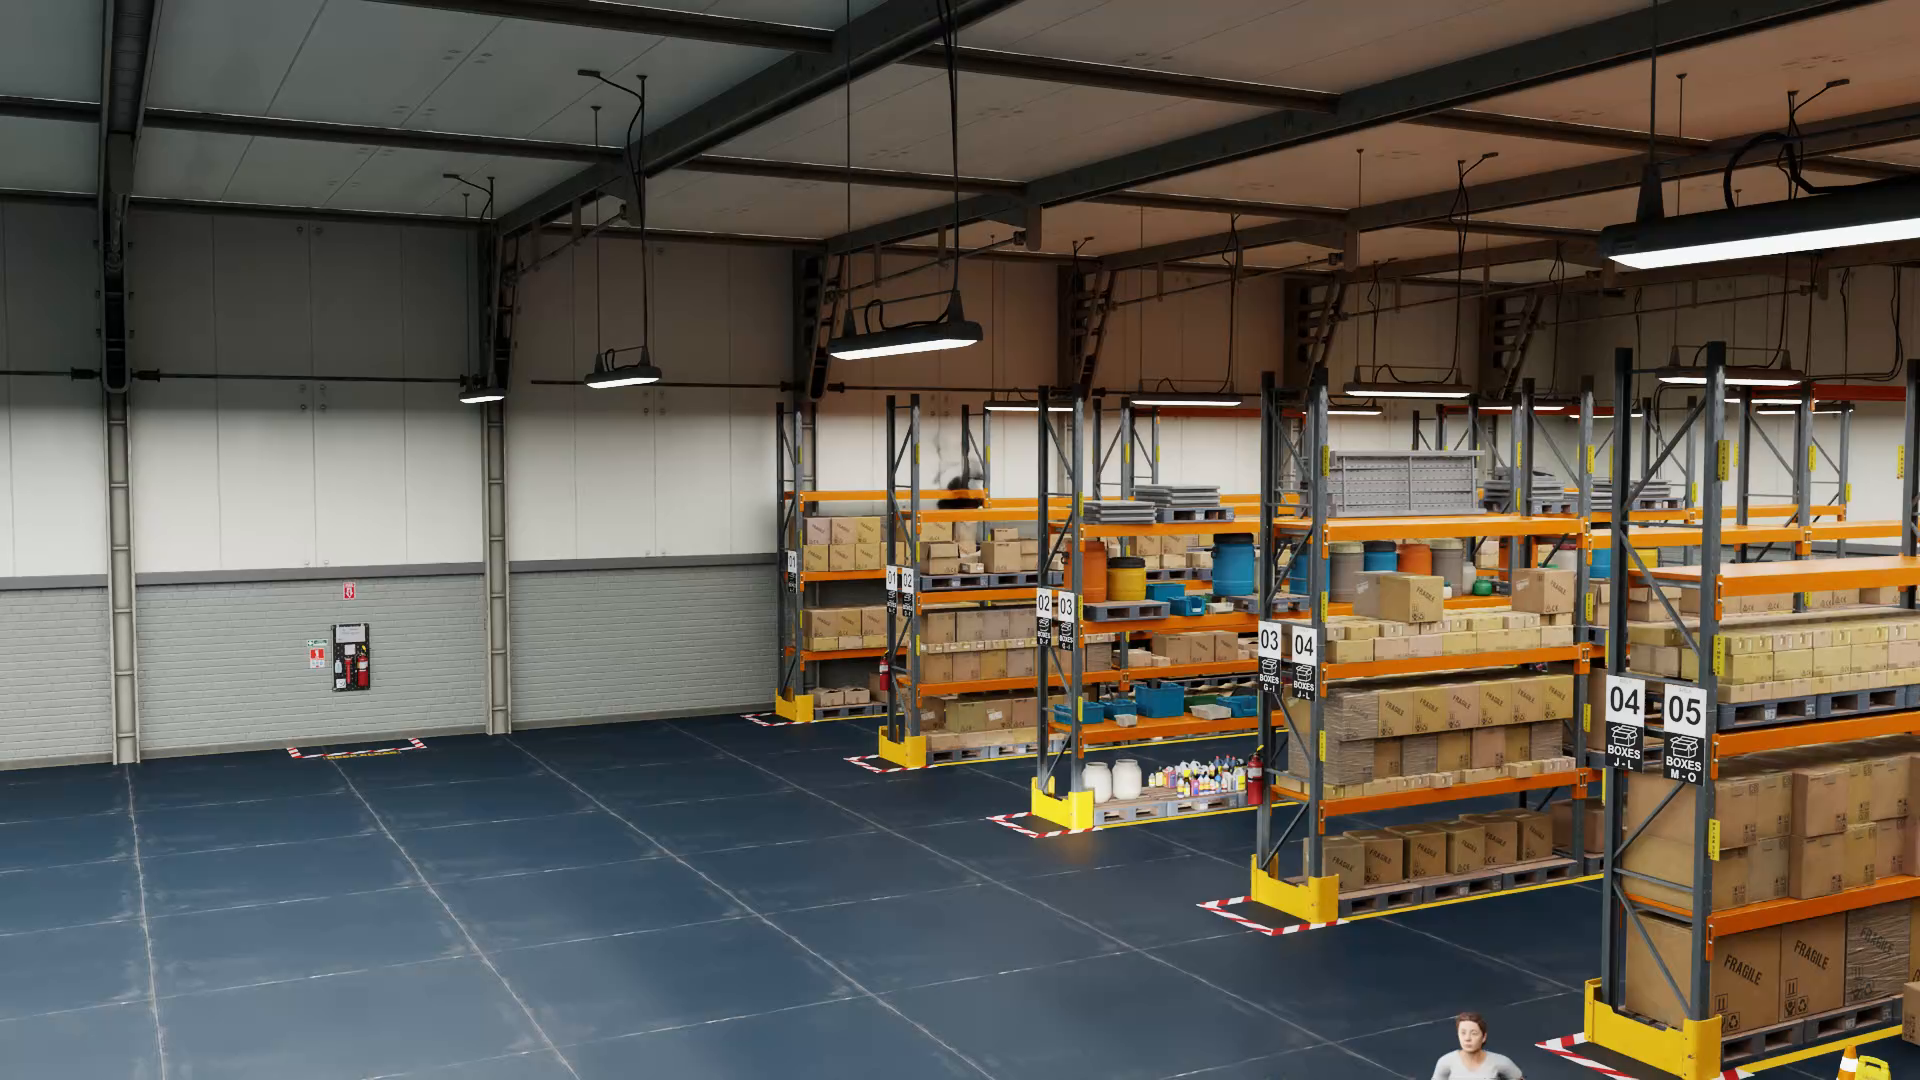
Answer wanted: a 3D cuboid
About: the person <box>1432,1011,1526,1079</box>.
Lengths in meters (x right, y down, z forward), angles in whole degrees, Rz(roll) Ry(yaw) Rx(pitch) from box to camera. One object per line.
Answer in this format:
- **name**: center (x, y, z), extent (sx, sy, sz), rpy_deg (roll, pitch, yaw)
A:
- **person**: center (3.206, 3.760, 10.322), extent (0.574, 1.649, 0.668), rpy_deg (1, 4, 23)
